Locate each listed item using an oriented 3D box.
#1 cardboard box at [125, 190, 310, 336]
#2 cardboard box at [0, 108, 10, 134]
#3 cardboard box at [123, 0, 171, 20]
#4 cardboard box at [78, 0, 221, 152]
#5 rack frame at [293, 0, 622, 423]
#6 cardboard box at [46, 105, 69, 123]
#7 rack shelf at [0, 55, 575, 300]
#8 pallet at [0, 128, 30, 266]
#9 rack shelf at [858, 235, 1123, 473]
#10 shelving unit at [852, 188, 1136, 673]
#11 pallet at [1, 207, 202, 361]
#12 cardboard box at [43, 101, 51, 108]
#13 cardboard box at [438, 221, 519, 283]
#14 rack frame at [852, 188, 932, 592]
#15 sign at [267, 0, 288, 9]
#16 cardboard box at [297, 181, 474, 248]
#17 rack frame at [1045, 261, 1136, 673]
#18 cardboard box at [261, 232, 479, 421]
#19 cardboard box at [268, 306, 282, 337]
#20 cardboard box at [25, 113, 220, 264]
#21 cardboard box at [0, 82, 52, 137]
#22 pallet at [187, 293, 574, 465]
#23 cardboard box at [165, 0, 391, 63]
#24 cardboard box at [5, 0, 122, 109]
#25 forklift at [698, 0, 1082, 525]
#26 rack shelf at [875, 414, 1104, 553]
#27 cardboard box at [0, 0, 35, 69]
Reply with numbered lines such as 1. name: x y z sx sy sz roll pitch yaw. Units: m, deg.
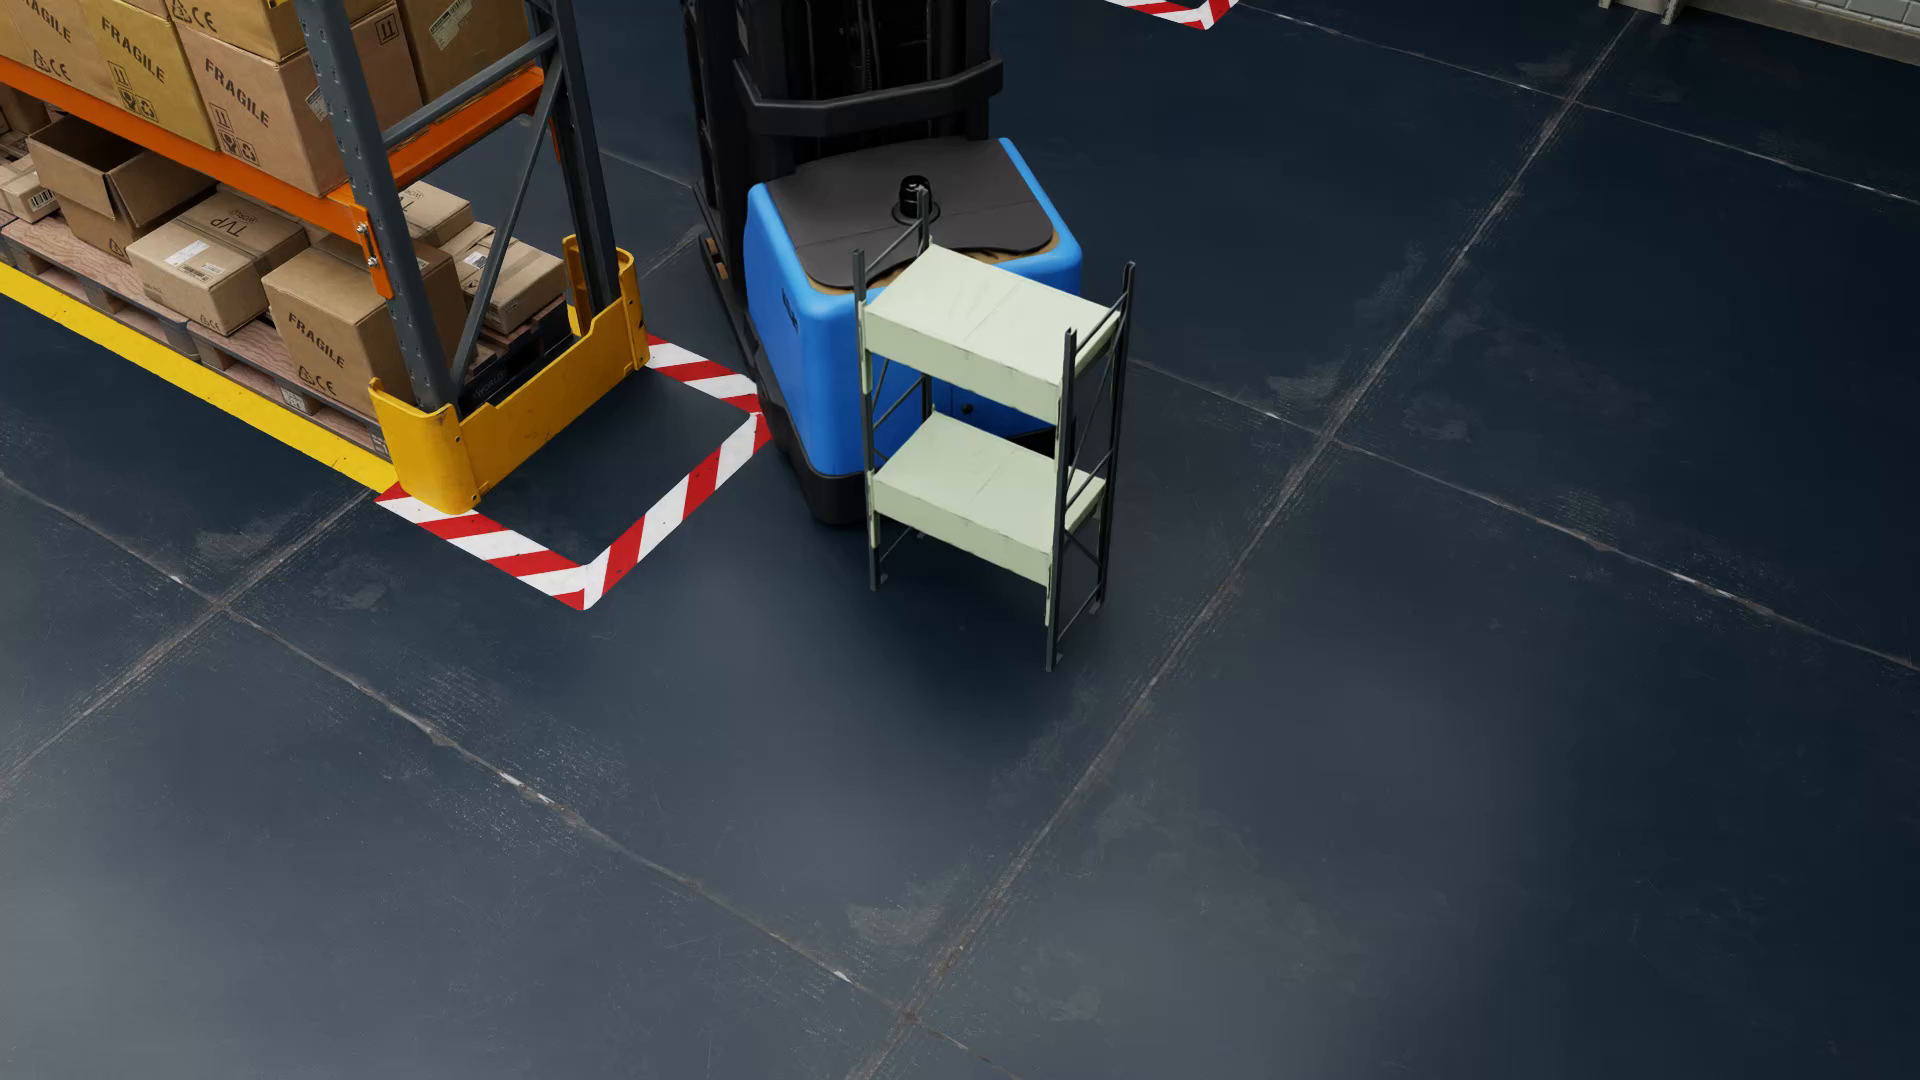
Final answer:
1. cardboard box: -3.049 -1.154 6.890 0.500 0.250 0.500 25 51 22
2. cardboard box: -4.805 -1.983 7.654 0.500 0.311 0.500 25 51 22
3. cardboard box: -2.623 -2.096 5.428 0.500 0.500 0.500 26 51 23
4. cardboard box: -2.637 -1.754 5.793 0.500 0.500 0.500 25 51 22
5. rack frame: -1.674 -1.511 5.627 0.127 3.000 1.000 25 51 22
6. cardboard box: -3.777 -1.937 7.608 0.500 0.311 0.500 25 51 22
7. rack shelf: -3.358 -2.035 6.637 4.000 0.370 1.077 25 51 22
8. pallet: -4.464 -1.822 7.873 1.213 0.211 1.003 25 51 22
9. rack shelf: 0.100 -0.594 5.238 0.720 0.370 0.431 24 50 21
10. shelving unit: 0.100 -0.322 5.517 0.755 1.500 0.431 24 50 21
11. pallet: -3.433 -1.350 7.415 1.213 0.211 1.003 25 51 22
12. cardboard box: -4.061 -2.061 7.843 0.250 0.149 0.380 25 51 22
13. cardboard box: -2.052 -1.144 6.939 0.250 0.166 0.380 25 51 22
14. rack frame: -0.212 -0.459 5.651 0.023 1.500 0.400 24 50 21
15. sign: -1.991 -1.698 4.780 0.005 0.325 0.100 25 51 22
16. cardboard box: -2.400 -1.282 7.014 0.500 0.250 0.500 25 51 22
17. rack frame: 0.412 -0.185 5.384 0.023 1.500 0.400 24 50 21
18. cardboard box: -2.265 -0.855 6.426 0.500 0.500 0.500 25 51 22
19. cardboard box: -2.557 -0.950 6.751 0.250 0.166 0.380 25 51 22
20. cardboard box: -3.457 -1.619 7.166 0.637 0.503 0.797 25 51 22
21. cardboard box: -4.409 -2.293 7.823 0.500 0.500 0.500 25 51 22
22. pallet: -2.410 -0.877 6.955 1.213 0.211 1.003 25 51 22
23. cardboard box: -2.197 -1.901 5.239 0.500 0.500 0.500 24 51 22
24. cardboard box: -3.054 -1.950 5.984 0.500 0.500 0.500 25 51 22
25. forklift: -0.514 -2.156 6.302 1.130 2.935 3.031 -14 47 -13
26. rack shelf: 0.100 -0.163 5.681 0.686 0.124 0.368 24 50 21
27. cardboard box: -3.478 -2.146 6.174 0.500 0.500 0.500 24 50 22
